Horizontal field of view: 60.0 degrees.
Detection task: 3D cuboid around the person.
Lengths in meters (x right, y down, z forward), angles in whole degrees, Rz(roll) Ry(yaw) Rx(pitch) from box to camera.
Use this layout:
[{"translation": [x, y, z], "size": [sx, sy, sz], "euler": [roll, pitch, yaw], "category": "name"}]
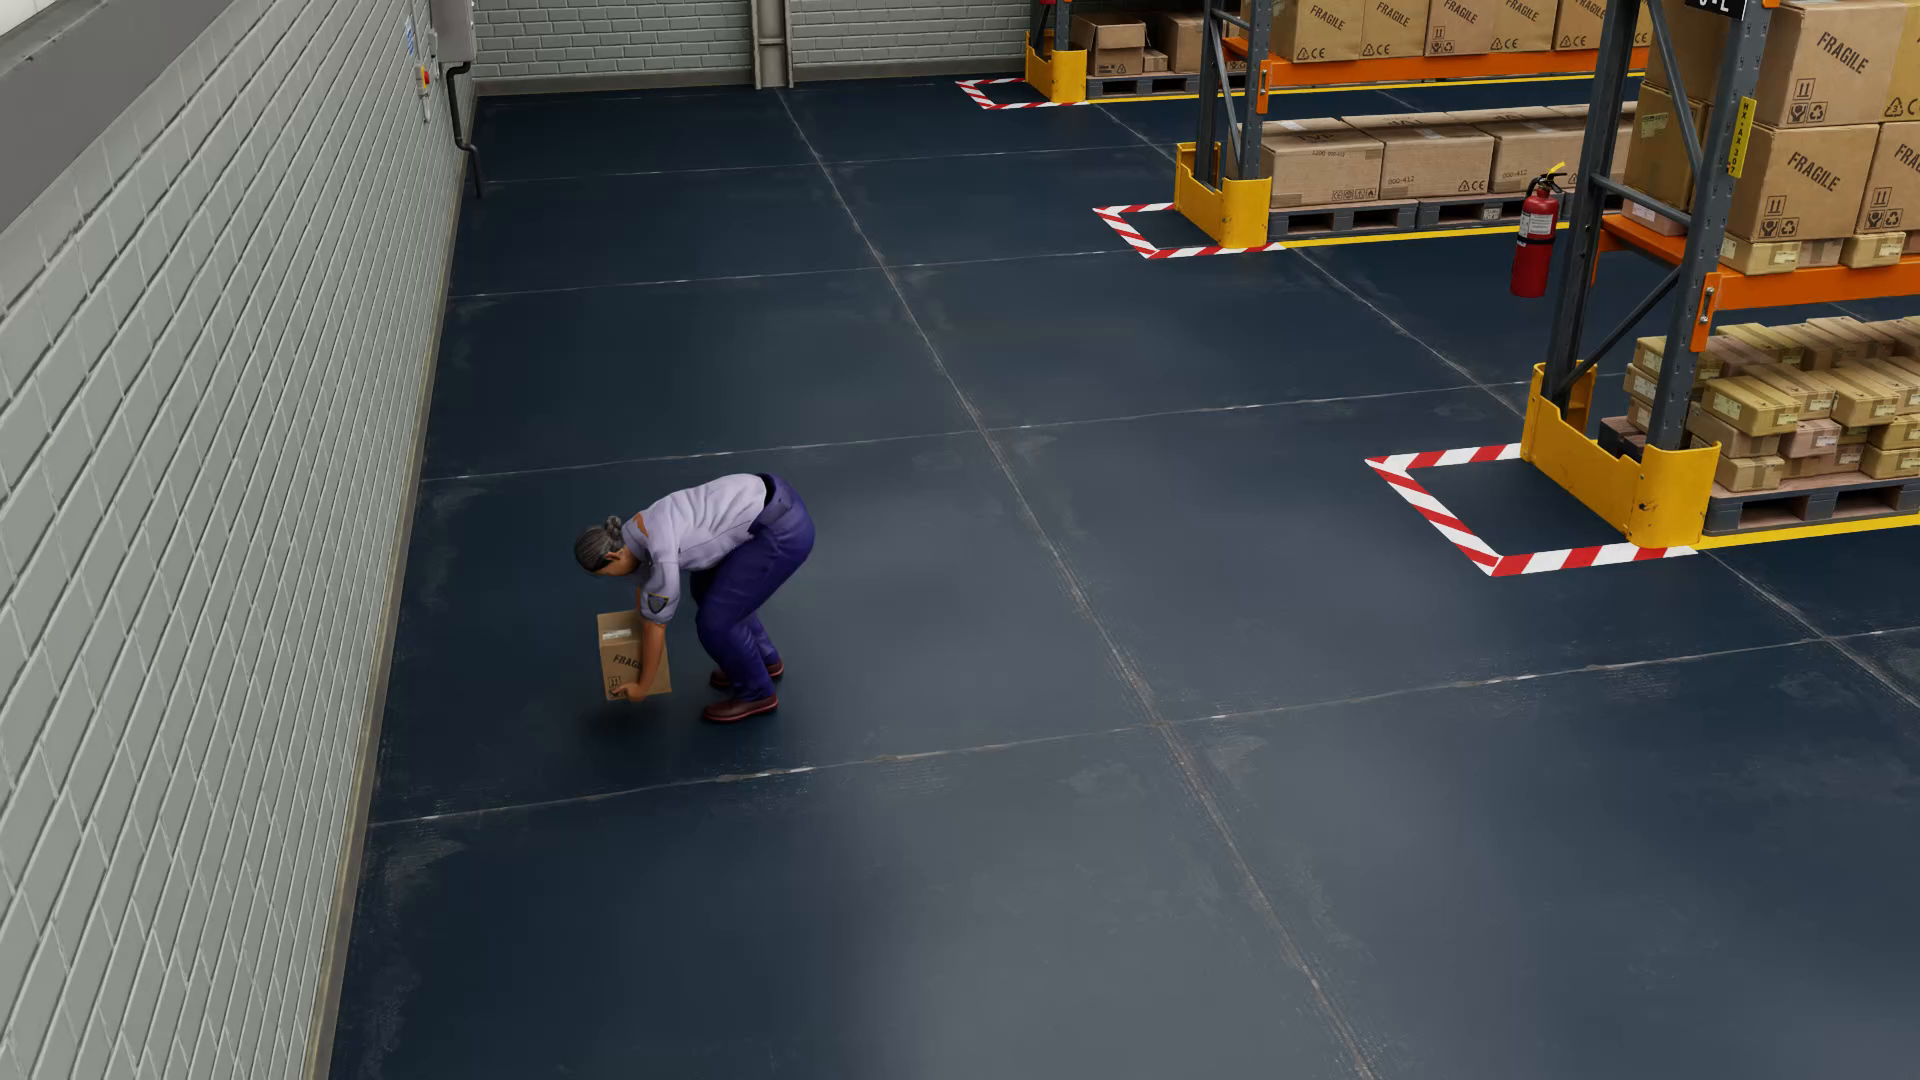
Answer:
[{"translation": [-1.012, 0.228, 6.463], "size": [0.907, 0.945, 0.491], "euler": [-7, 28, -14], "category": "person"}]
